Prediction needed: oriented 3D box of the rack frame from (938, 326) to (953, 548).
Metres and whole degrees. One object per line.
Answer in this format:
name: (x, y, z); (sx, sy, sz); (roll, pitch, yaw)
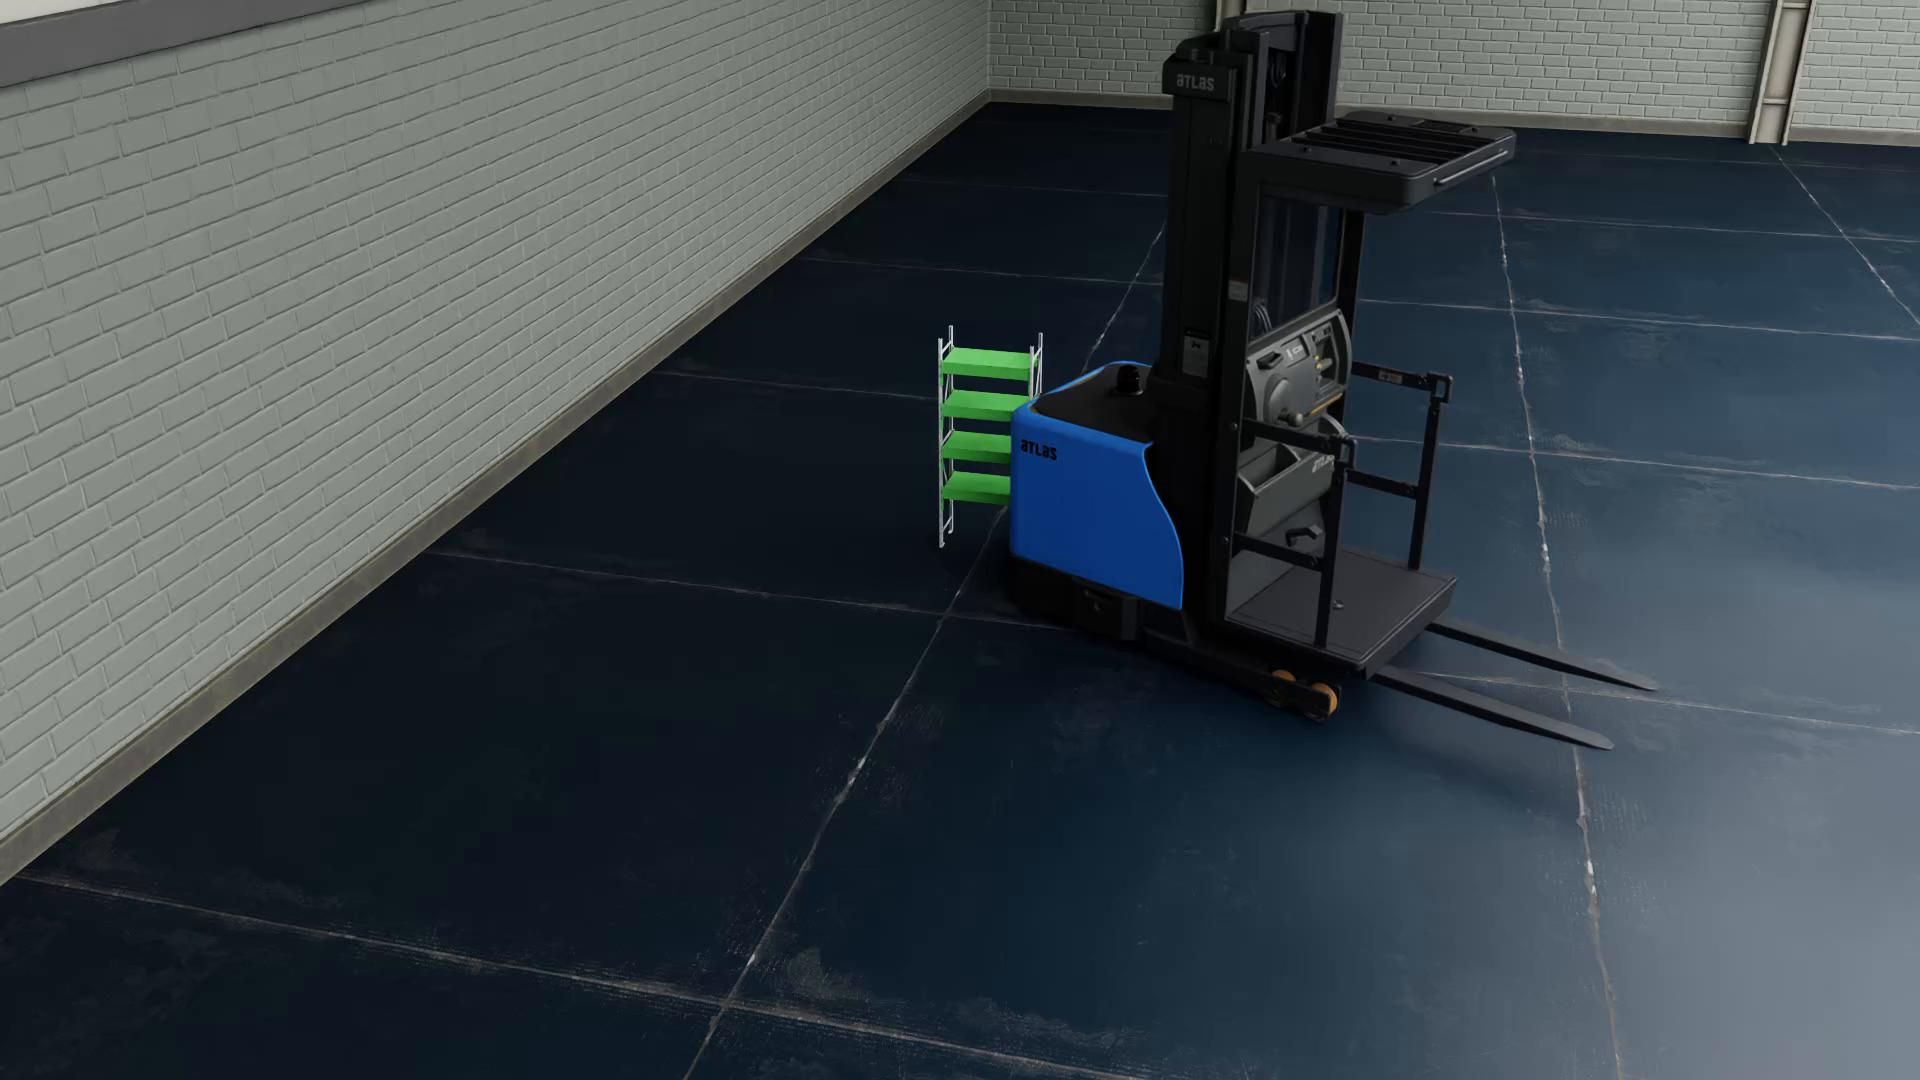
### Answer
rack frame: (-0.076, -0.550, 9.010); (0.015, 1.200, 0.240); (6, 26, 13)

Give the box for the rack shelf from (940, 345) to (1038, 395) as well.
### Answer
rack shelf: (0.160, -0.900, 8.776); (0.480, 0.148, 0.258); (6, 26, 13)

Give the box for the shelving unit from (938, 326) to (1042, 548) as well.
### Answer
shelving unit: (0.160, -0.524, 8.955); (0.503, 1.200, 0.258); (6, 26, 13)

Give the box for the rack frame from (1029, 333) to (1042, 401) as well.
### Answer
rack frame: (0.397, -0.498, 8.900); (0.015, 1.200, 0.240); (6, 26, 13)

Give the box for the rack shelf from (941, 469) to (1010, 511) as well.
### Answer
rack shelf: (0.160, -0.250, 9.085); (0.480, 0.148, 0.258); (6, 26, 13)

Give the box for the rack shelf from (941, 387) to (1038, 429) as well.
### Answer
rack shelf: (0.160, -0.683, 8.879); (0.480, 0.148, 0.258); (6, 26, 13)

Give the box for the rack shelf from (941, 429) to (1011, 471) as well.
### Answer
rack shelf: (0.160, -0.466, 8.982); (0.480, 0.148, 0.258); (6, 26, 13)

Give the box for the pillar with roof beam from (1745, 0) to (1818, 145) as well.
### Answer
pillar with roof beam: (7.950, -6.736, 12.931); (0.400, 9.000, 9.100); (6, 26, 13)

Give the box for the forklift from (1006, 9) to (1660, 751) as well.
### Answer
forklift: (1.708, -0.764, 7.446); (3.031, 2.935, 1.130); (19, 31, 34)

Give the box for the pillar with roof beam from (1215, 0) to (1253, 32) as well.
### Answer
pillar with roof beam: (2.140, -7.379, 14.280); (0.400, 9.000, 9.100); (6, 26, 13)
